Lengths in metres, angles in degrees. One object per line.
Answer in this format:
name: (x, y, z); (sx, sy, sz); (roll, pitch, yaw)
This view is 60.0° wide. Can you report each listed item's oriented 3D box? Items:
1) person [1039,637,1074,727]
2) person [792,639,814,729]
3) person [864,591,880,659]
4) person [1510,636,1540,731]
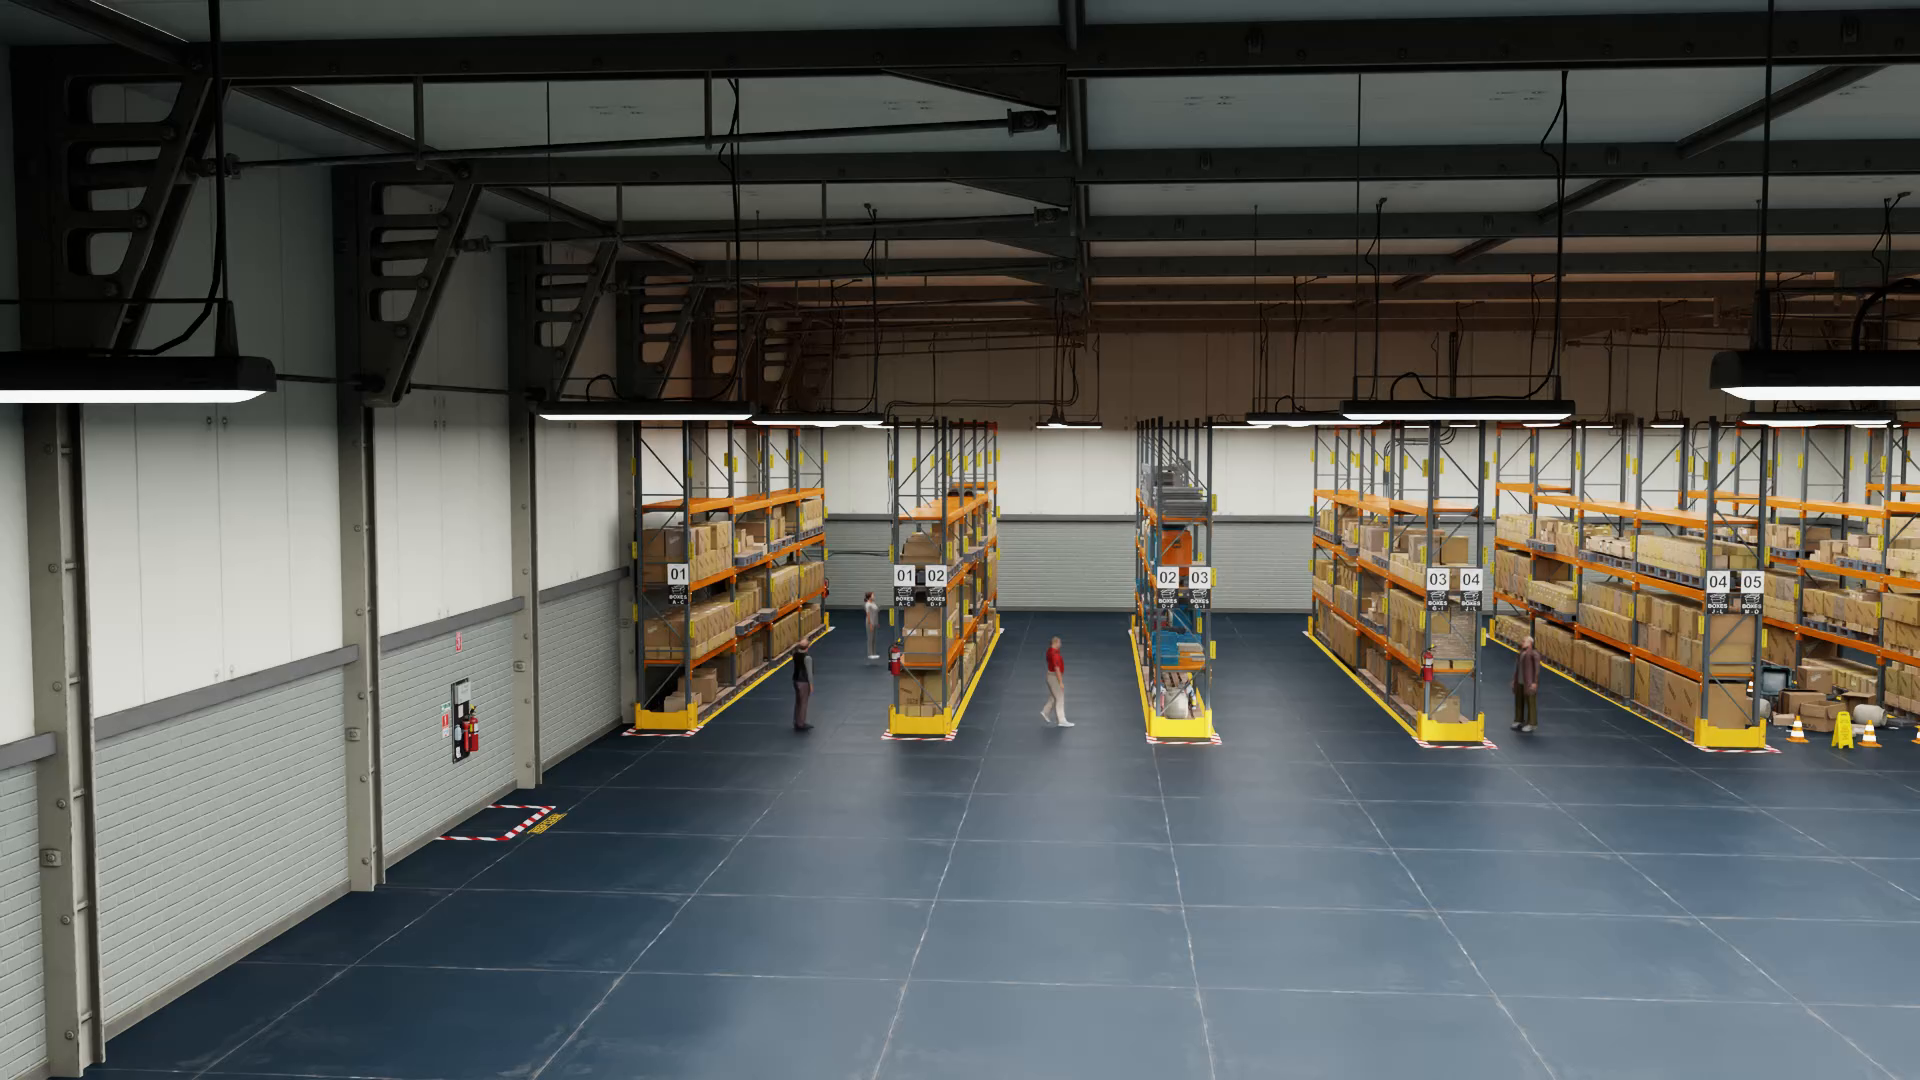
person: (1.871, 2.743, 32.383); (0.627, 1.729, 0.617); (-1, 4, -11)
person: (-3.014, 2.770, 32.001); (0.367, 1.728, 0.566); (-2, 4, -30)
person: (-2.181, 2.088, 40.965); (0.339, 1.671, 0.506); (2, 4, 25)
person: (10.829, 2.740, 31.904); (0.430, 1.786, 0.623); (-2, 4, -32)
